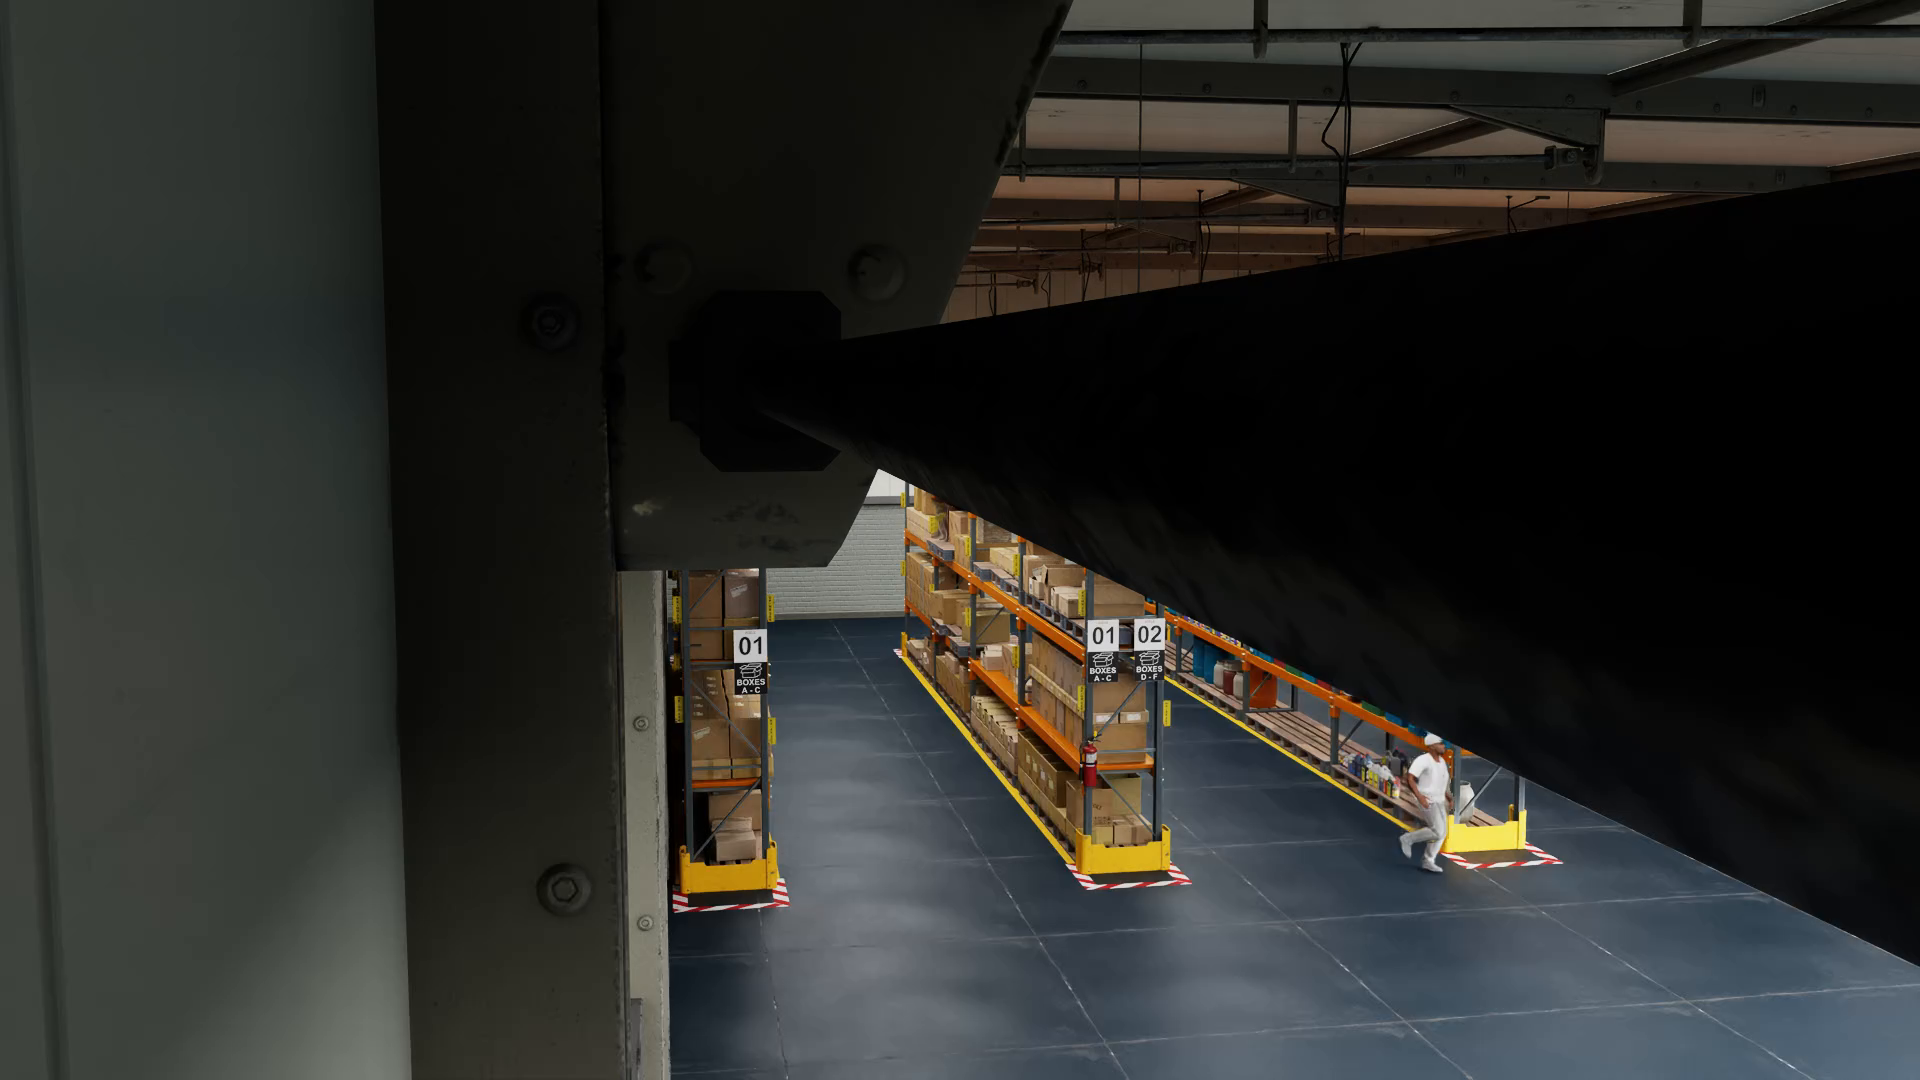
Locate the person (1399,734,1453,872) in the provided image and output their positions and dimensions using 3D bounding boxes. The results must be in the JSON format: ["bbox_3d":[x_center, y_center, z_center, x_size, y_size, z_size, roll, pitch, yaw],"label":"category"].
[{"bbox_3d":[5.989,3.301,21.120,0.603,1.695,0.741,6,8,44],"label":"person"}]
